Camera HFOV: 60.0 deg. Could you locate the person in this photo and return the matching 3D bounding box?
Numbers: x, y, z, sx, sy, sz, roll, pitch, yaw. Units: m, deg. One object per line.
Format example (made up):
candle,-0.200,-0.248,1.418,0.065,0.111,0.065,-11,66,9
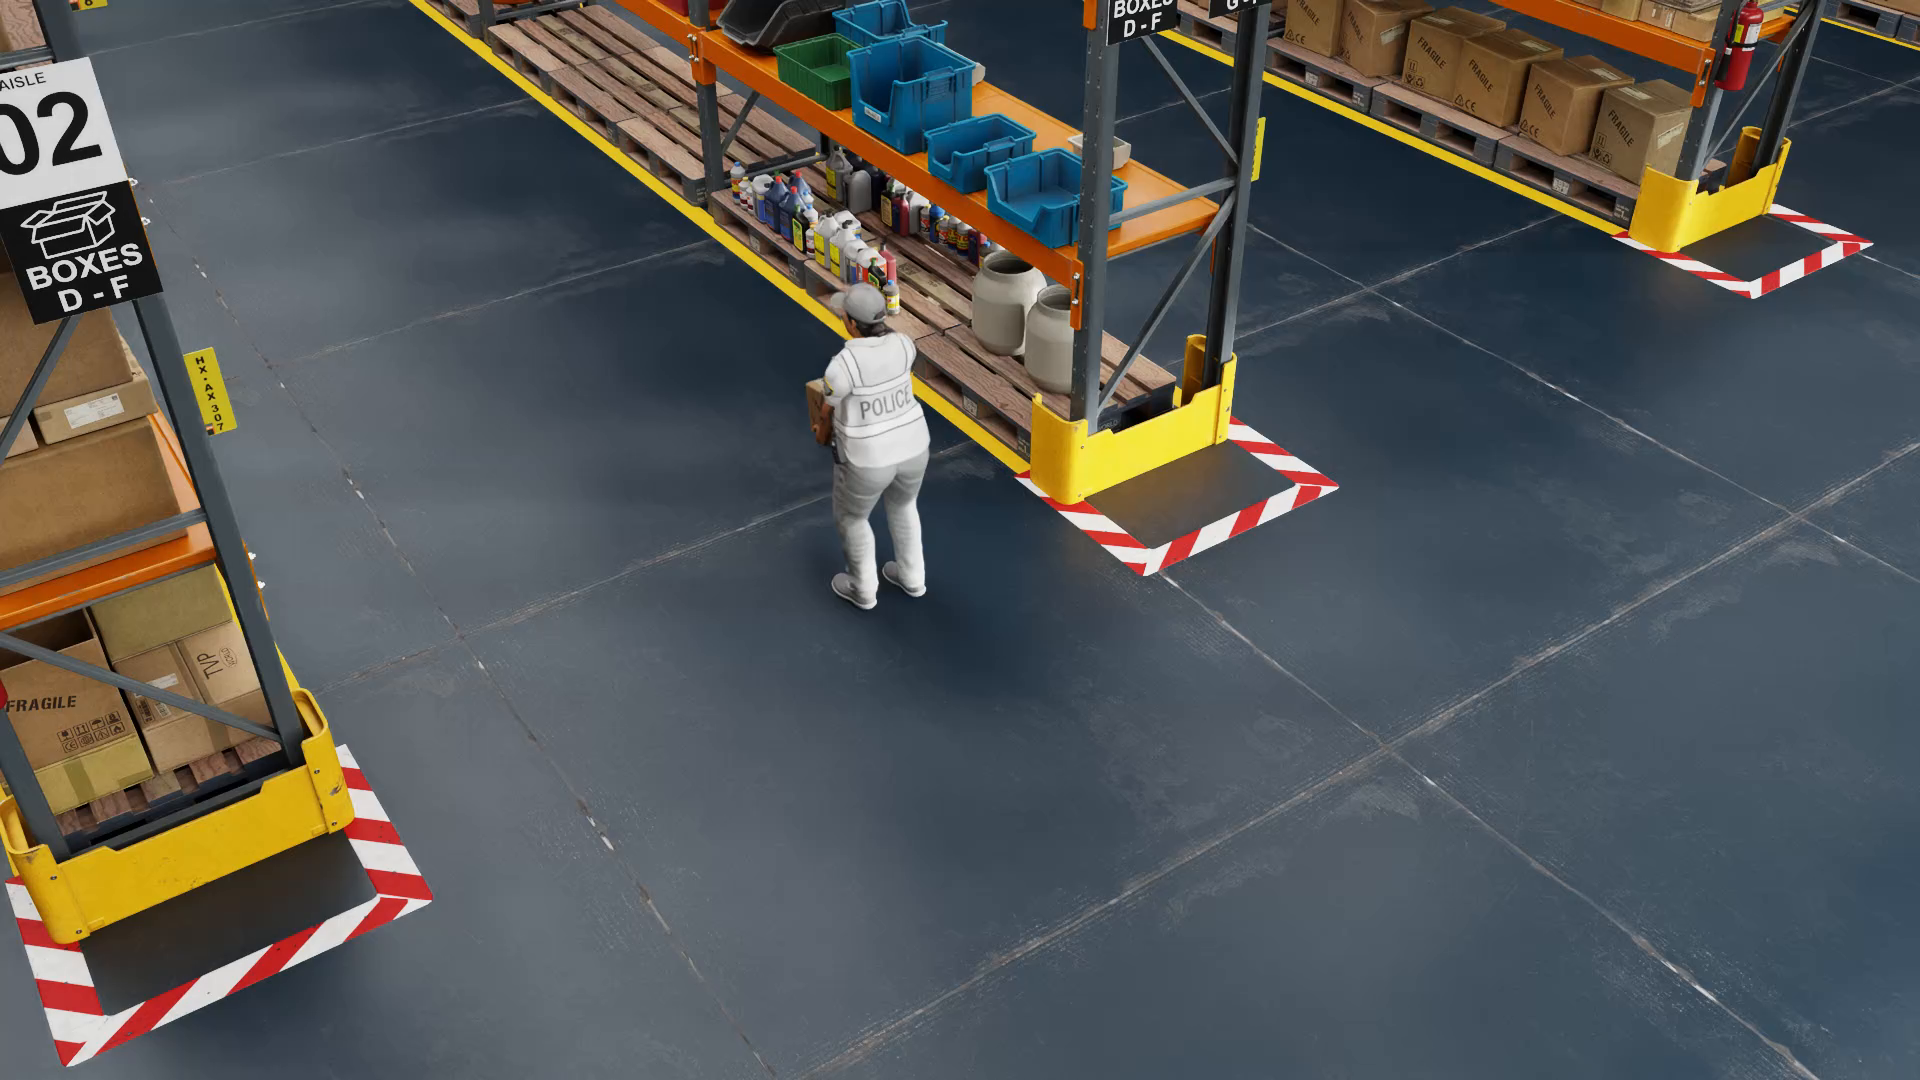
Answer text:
person,-0.416,-0.427,7.586,0.452,1.660,0.559,-24,43,-28
